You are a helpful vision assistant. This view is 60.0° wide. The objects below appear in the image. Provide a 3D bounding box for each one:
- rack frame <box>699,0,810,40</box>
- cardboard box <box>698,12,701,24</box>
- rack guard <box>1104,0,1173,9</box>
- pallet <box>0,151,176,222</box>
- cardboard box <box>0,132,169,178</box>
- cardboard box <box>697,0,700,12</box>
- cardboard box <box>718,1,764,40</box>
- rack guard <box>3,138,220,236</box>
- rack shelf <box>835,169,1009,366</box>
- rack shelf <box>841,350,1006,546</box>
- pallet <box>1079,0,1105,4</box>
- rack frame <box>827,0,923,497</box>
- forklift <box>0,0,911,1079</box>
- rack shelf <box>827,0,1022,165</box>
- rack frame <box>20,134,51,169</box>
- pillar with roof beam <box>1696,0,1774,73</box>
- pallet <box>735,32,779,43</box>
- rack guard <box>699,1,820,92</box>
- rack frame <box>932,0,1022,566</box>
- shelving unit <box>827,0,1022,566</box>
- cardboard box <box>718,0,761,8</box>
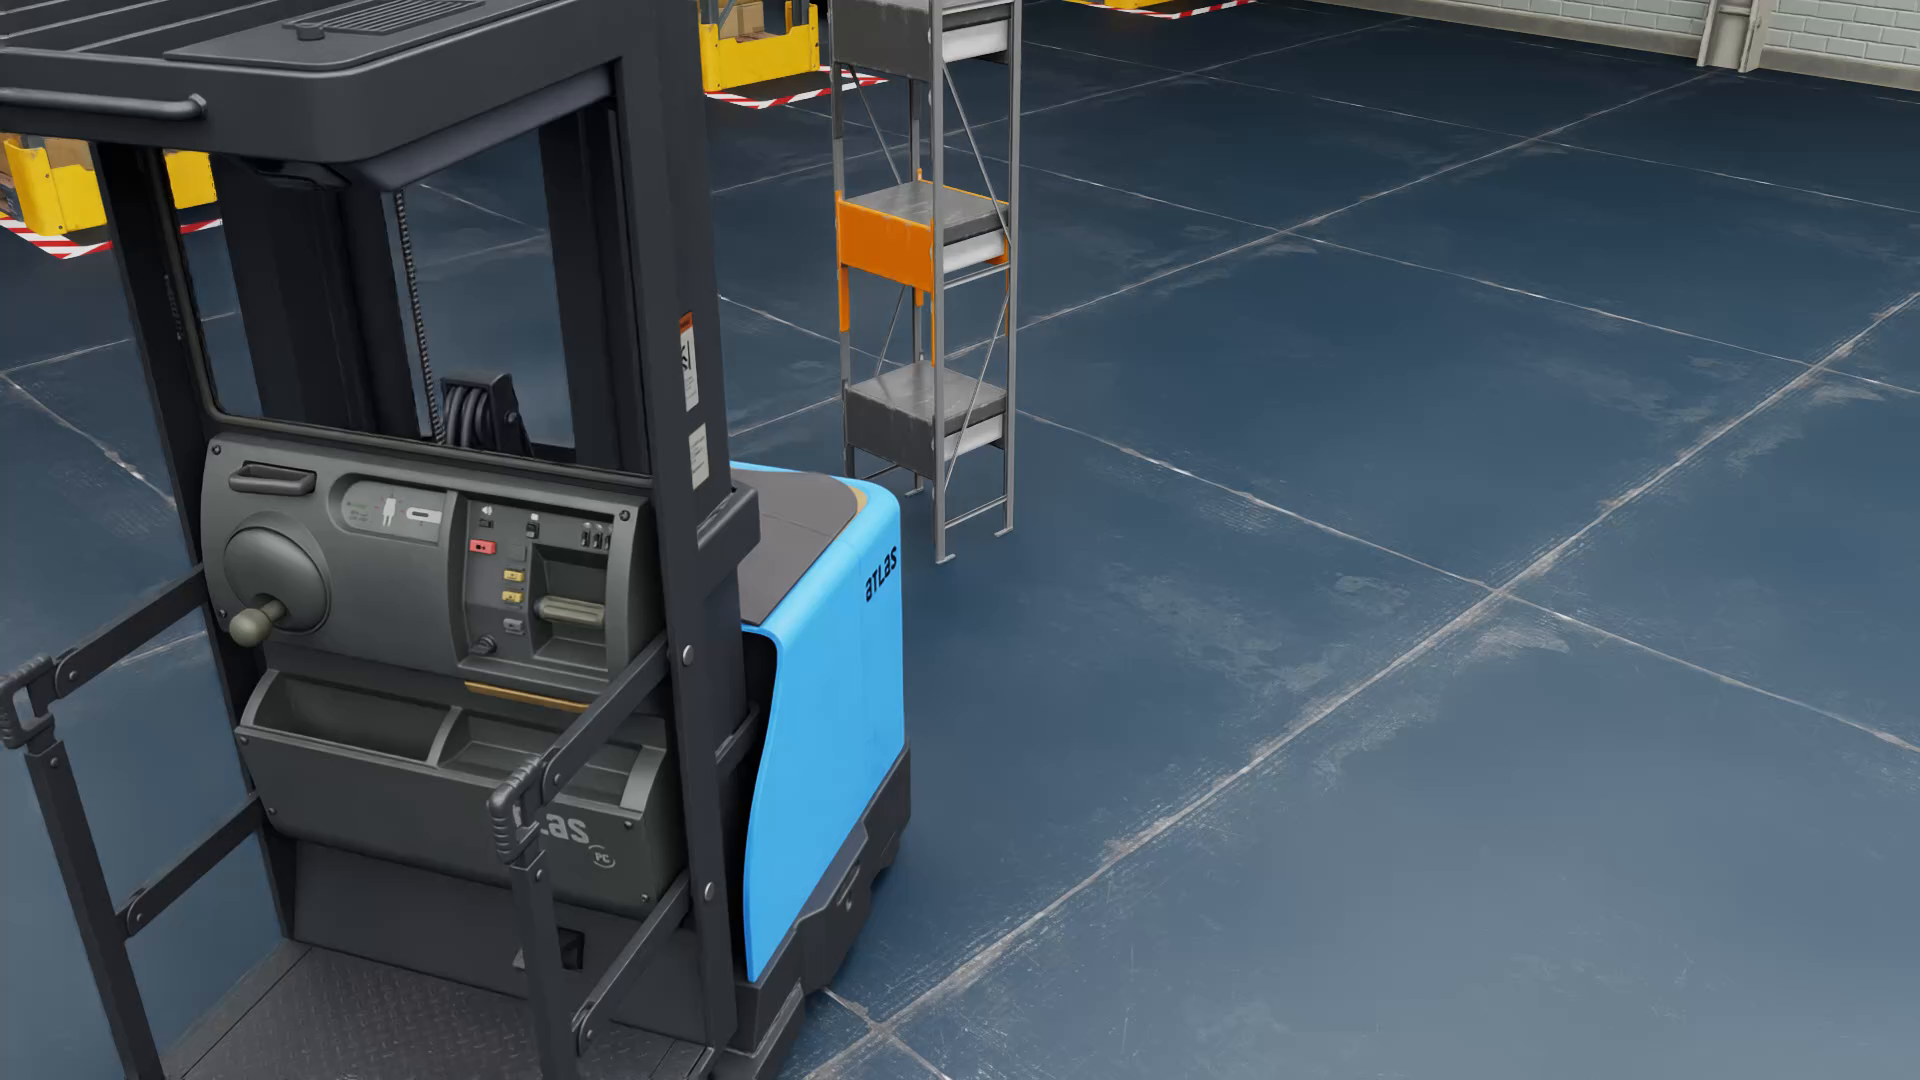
[{"bbox_3d":[-1.592,-4.998,12.533,0.127,3.000,1.000,25,36,38],"label":"rack frame"},{"bbox_3d":[-2.374,-4.149,13.422,0.500,0.250,0.500,24,36,38],"label":"cardboard box"},{"bbox_3d":[1.902,-5.533,16.235,0.348,0.500,1.175,25,36,38],"label":"rack guard"},{"bbox_3d":[-5.616,-2.323,10.442,1.213,0.211,1.003,25,36,38],"label":"pallet"},{"bbox_3d":[-5.520,-2.767,10.122,0.875,0.875,0.875,25,37,39],"label":"cardboard box"},{"bbox_3d":[-2.346,-4.474,13.233,0.500,0.500,0.500,25,37,39],"label":"cardboard box"},{"bbox_3d":[-1.974,-4.322,13.750,0.500,0.250,0.500,24,36,38],"label":"cardboard box"},{"bbox_3d":[-4.973,-2.208,9.913,0.348,0.500,1.175,25,36,38],"label":"rack guard"},{"bbox_3d":[-0.118,-0.971,5.870,0.480,0.518,0.431,25,36,38],"label":"rack shelf"},{"bbox_3d":[-0.118,-0.352,6.196,0.480,0.518,0.431,25,36,38],"label":"rack shelf"},{"bbox_3d":[1.310,-5.648,16.765,1.213,0.211,1.003,25,36,38],"label":"pallet"},{"bbox_3d":[-0.292,-1.063,6.015,0.015,2.100,0.400,25,36,38],"label":"rack frame"},{"bbox_3d":[-1.087,0.090,2.930,1.130,2.935,3.031,9,29,16],"label":"forklift"},{"bbox_3d":[-0.118,-1.591,5.545,0.480,0.518,0.431,25,36,38],"label":"rack shelf"},{"bbox_3d":[-4.991,-3.323,9.346,0.127,3.000,1.000,25,36,38],"label":"rack frame"},{"bbox_3d":[3.281,-6.442,8.832,0.400,9.000,9.100,25,36,38],"label":"pillar with roof beam"},{"bbox_3d":[-2.201,-4.066,13.755,1.213,0.211,1.003,25,36,38],"label":"pallet"},{"bbox_3d":[-1.646,-3.917,13.162,0.348,0.500,1.175,25,36,38],"label":"rack guard"},{"bbox_3d":[0.056,-0.904,5.713,0.015,2.100,0.400,25,36,38],"label":"rack frame"},{"bbox_3d":[-0.118,-0.983,5.864,0.503,2.100,0.431,25,36,38],"label":"shelving unit"},{"bbox_3d":[-1.991,-4.662,13.590,0.500,0.500,0.500,23,36,37],"label":"cardboard box"}]
